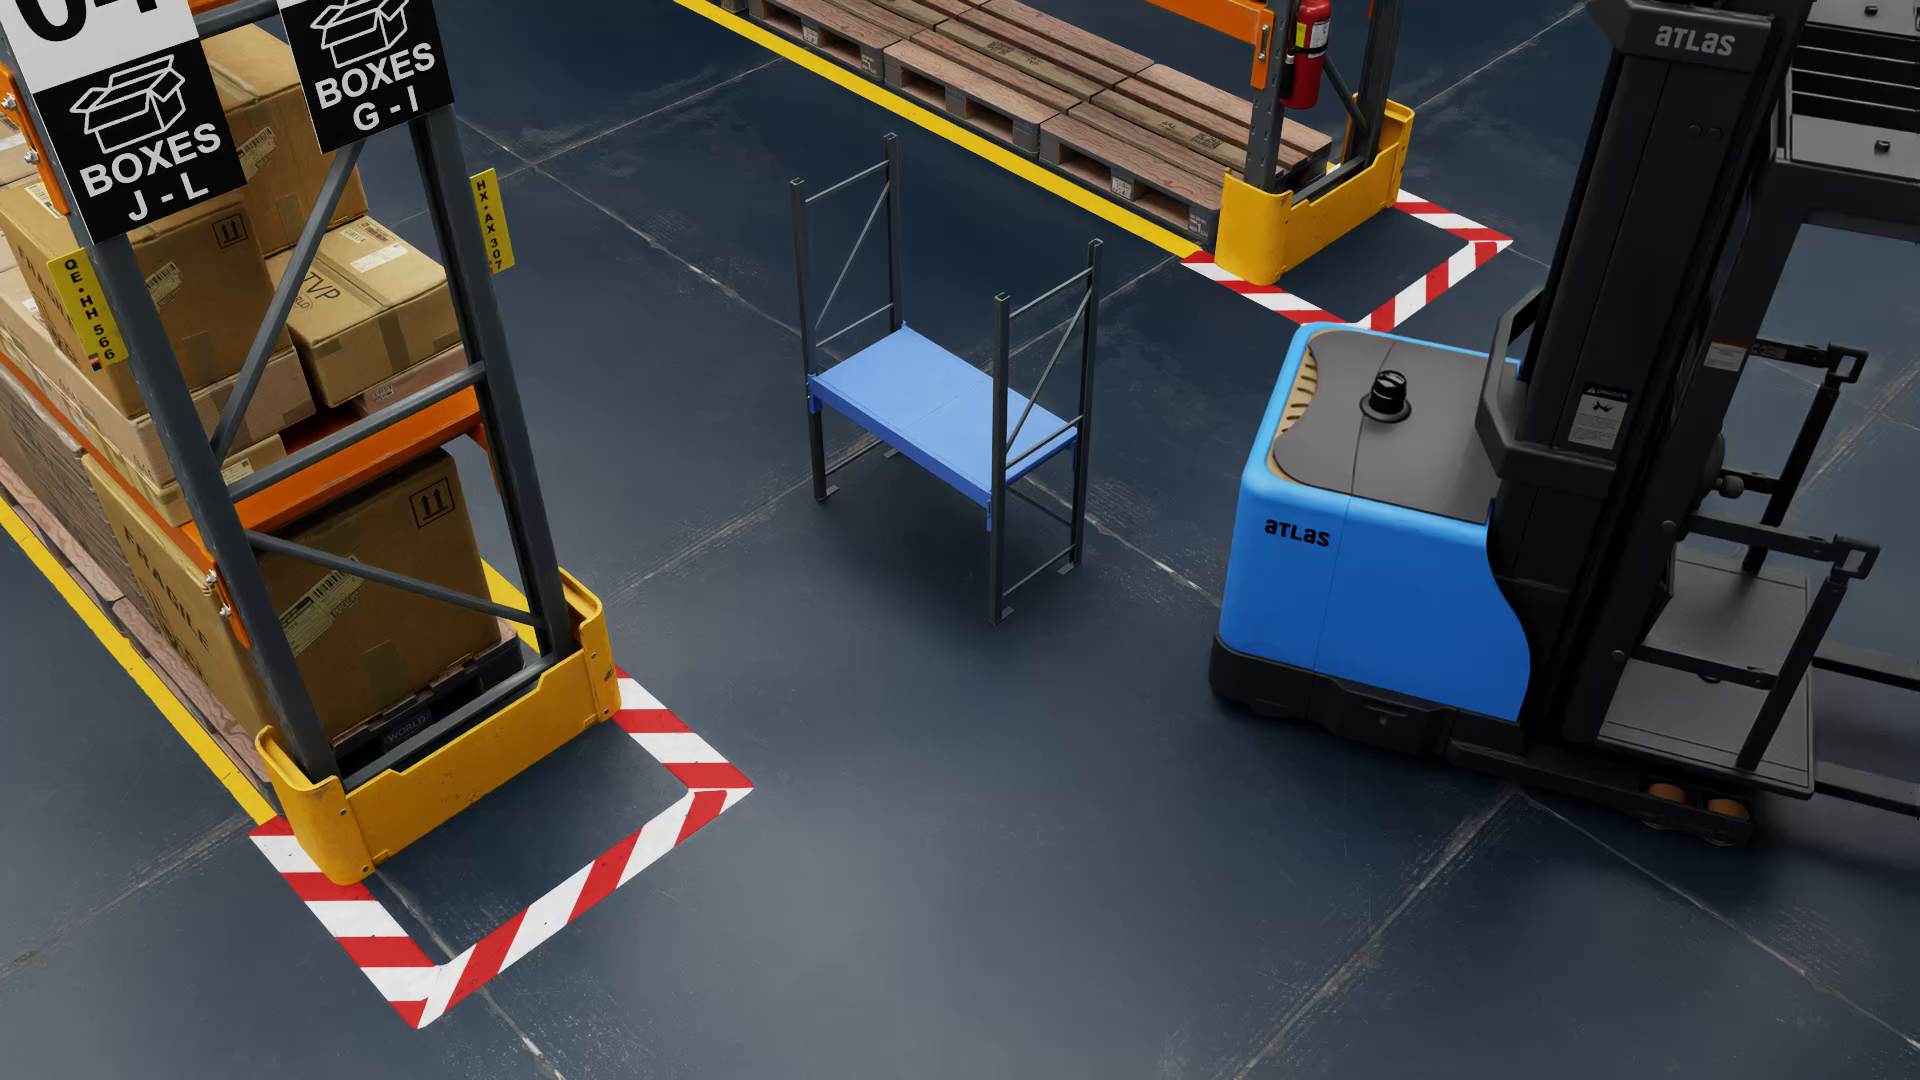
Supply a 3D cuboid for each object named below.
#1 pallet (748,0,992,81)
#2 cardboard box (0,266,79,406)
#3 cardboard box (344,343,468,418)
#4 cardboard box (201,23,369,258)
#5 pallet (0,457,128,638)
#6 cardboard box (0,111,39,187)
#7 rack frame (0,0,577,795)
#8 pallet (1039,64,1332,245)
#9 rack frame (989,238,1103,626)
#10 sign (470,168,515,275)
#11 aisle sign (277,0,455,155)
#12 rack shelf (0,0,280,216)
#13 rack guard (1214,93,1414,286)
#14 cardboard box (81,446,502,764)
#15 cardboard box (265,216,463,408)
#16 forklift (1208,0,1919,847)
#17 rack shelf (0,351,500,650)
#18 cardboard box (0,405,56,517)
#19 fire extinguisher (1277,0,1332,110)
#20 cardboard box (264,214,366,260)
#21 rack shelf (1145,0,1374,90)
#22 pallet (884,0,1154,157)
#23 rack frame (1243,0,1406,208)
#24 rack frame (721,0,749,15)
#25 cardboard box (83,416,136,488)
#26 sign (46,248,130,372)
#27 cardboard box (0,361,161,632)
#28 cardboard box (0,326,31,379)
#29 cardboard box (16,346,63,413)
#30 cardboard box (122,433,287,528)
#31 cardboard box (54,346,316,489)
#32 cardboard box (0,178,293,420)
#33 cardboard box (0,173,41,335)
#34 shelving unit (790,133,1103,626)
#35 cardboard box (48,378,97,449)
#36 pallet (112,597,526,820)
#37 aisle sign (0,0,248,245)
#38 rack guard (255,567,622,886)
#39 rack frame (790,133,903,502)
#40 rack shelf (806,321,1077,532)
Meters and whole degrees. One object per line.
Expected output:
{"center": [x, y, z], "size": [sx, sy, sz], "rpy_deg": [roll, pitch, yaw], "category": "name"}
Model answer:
{"center": [-0.536, -3.248, 10.109], "size": [1.003, 0.211, 1.213], "rpy_deg": [-34, 53, -31], "category": "pallet"}
{"center": [-2.653, -0.715, 5.205], "size": [0.500, 0.250, 0.500], "rpy_deg": [33, 52, 31], "category": "cardboard box"}
{"center": [-1.782, -0.547, 5.317], "size": [0.380, 0.149, 0.250], "rpy_deg": [-33, 52, -31], "category": "cardboard box"}
{"center": [-2.266, -1.241, 5.221], "size": [0.500, 0.500, 0.500], "rpy_deg": [33, 52, 30], "category": "cardboard box"}
{"center": [-3.242, -0.220, 6.832], "size": [1.003, 0.211, 1.213], "rpy_deg": [-34, 53, -31], "category": "pallet"}
{"center": [-3.383, -1.208, 5.738], "size": [0.500, 0.250, 0.500], "rpy_deg": [-34, 52, -31], "category": "cardboard box"}
{"center": [-1.765, -0.311, 4.876], "size": [1.000, 3.000, 0.127], "rpy_deg": [-34, 53, -31], "category": "rack frame"}
{"center": [1.187, -2.075, 8.841], "size": [1.003, 0.211, 1.213], "rpy_deg": [-34, 53, -31], "category": "pallet"}
{"center": [0.299, -0.348, 6.021], "size": [0.500, 1.500, 0.032], "rpy_deg": [-34, 53, -31], "category": "rack frame"}
{"center": [-1.368, -0.921, 4.840], "size": [0.100, 0.325, 0.005], "rpy_deg": [-34, 53, -31], "category": "sign"}
{"center": [-1.502, -1.375, 4.112], "size": [0.394, 0.787, 0.004], "rpy_deg": [-34, 53, -31], "category": "aisle sign"}
{"center": [-3.177, -2.109, 5.142], "size": [1.077, 0.370, 4.000], "rpy_deg": [-34, 53, -31], "category": "rack shelf"}
{"center": [1.768, -1.761, 8.288], "size": [1.175, 0.500, 0.348], "rpy_deg": [-34, 53, -31], "category": "rack guard"}
{"center": [-2.274, 0.046, 5.746], "size": [0.875, 0.875, 0.875], "rpy_deg": [-34, 53, -31], "category": "cardboard box"}
{"center": [-1.913, -0.725, 5.216], "size": [0.500, 0.250, 0.500], "rpy_deg": [33, 52, 30], "category": "cardboard box"}
{"center": [2.482, -0.451, 5.079], "size": [3.031, 2.935, 1.130], "rpy_deg": [14, 45, 15], "category": "forklift"}
{"center": [-3.177, -1.008, 6.160], "size": [1.077, 0.370, 4.000], "rpy_deg": [-34, 53, -31], "category": "rack shelf"}
{"center": [-3.545, -0.819, 6.682], "size": [0.875, 0.875, 0.875], "rpy_deg": [-34, 53, -31], "category": "cardboard box"}
{"center": [1.526, -2.229, 7.284], "size": [0.296, 0.674, 0.183], "rpy_deg": [-34, 53, -31], "category": "fire extinguisher"}
{"center": [-2.285, -0.972, 5.483], "size": [0.500, 0.250, 0.500], "rpy_deg": [34, 52, 31], "category": "cardboard box"}
{"center": [0.329, -3.382, 8.729], "size": [1.077, 0.370, 4.000], "rpy_deg": [-34, 53, -31], "category": "rack shelf"}
{"center": [0.329, -2.662, 9.475], "size": [1.003, 0.211, 1.213], "rpy_deg": [-34, 53, -31], "category": "pallet"}
{"center": [1.742, -2.685, 7.445], "size": [1.000, 3.000, 0.127], "rpy_deg": [-34, 53, -31], "category": "rack frame"}
{"center": [-1.083, -4.607, 9.525], "size": [1.000, 3.000, 0.127], "rpy_deg": [-34, 53, -31], "category": "rack frame"}
{"center": [-2.434, -0.356, 5.110], "size": [0.380, 0.149, 0.250], "rpy_deg": [-34, 52, -31], "category": "cardboard box"}
{"center": [-2.159, -0.570, 4.129], "size": [0.100, 0.325, 0.005], "rpy_deg": [-34, 53, -31], "category": "sign"}
{"center": [-2.916, -0.391, 6.219], "size": [0.875, 0.875, 0.875], "rpy_deg": [-34, 53, -31], "category": "cardboard box"}
{"center": [-2.972, -0.722, 5.506], "size": [0.250, 0.149, 0.380], "rpy_deg": [33, 52, 31], "category": "cardboard box"}
{"center": [-2.787, -0.598, 5.372], "size": [0.380, 0.149, 0.250], "rpy_deg": [-33, 52, -31], "category": "cardboard box"}
{"center": [-2.250, -0.232, 4.976], "size": [0.380, 0.149, 0.250], "rpy_deg": [-33, 52, -31], "category": "cardboard box"}
{"center": [-2.295, -0.471, 4.941], "size": [0.500, 0.250, 0.500], "rpy_deg": [33, 52, 31], "category": "cardboard box"}
{"center": [-2.295, -0.749, 4.689], "size": [0.500, 0.500, 0.500], "rpy_deg": [-33, 52, -31], "category": "cardboard box"}
{"center": [-3.013, -0.959, 5.469], "size": [0.500, 0.250, 0.500], "rpy_deg": [32, 52, 30], "category": "cardboard box"}
{"center": [-0.060, -0.592, 6.285], "size": [0.538, 1.500, 1.048], "rpy_deg": [-34, 53, -31], "category": "shelving unit"}
{"center": [-2.612, -0.478, 5.242], "size": [0.380, 0.149, 0.250], "rpy_deg": [-34, 52, -31], "category": "cardboard box"}
{"center": [-2.385, 0.367, 6.198], "size": [1.003, 0.211, 1.213], "rpy_deg": [-34, 53, -31], "category": "pallet"}
{"center": [-1.927, -1.087, 3.801], "size": [0.394, 0.787, 0.004], "rpy_deg": [-34, 53, -31], "category": "aisle sign"}
{"center": [-1.748, 0.619, 5.712], "size": [1.175, 0.500, 0.348], "rpy_deg": [-34, 53, -31], "category": "rack guard"}
{"center": [-0.419, -0.836, 6.550], "size": [0.500, 1.500, 0.032], "rpy_deg": [-34, 53, -31], "category": "rack frame"}
{"center": [-0.060, -0.460, 6.407], "size": [0.538, 0.185, 1.000], "rpy_deg": [-34, 53, -31], "category": "rack shelf"}
